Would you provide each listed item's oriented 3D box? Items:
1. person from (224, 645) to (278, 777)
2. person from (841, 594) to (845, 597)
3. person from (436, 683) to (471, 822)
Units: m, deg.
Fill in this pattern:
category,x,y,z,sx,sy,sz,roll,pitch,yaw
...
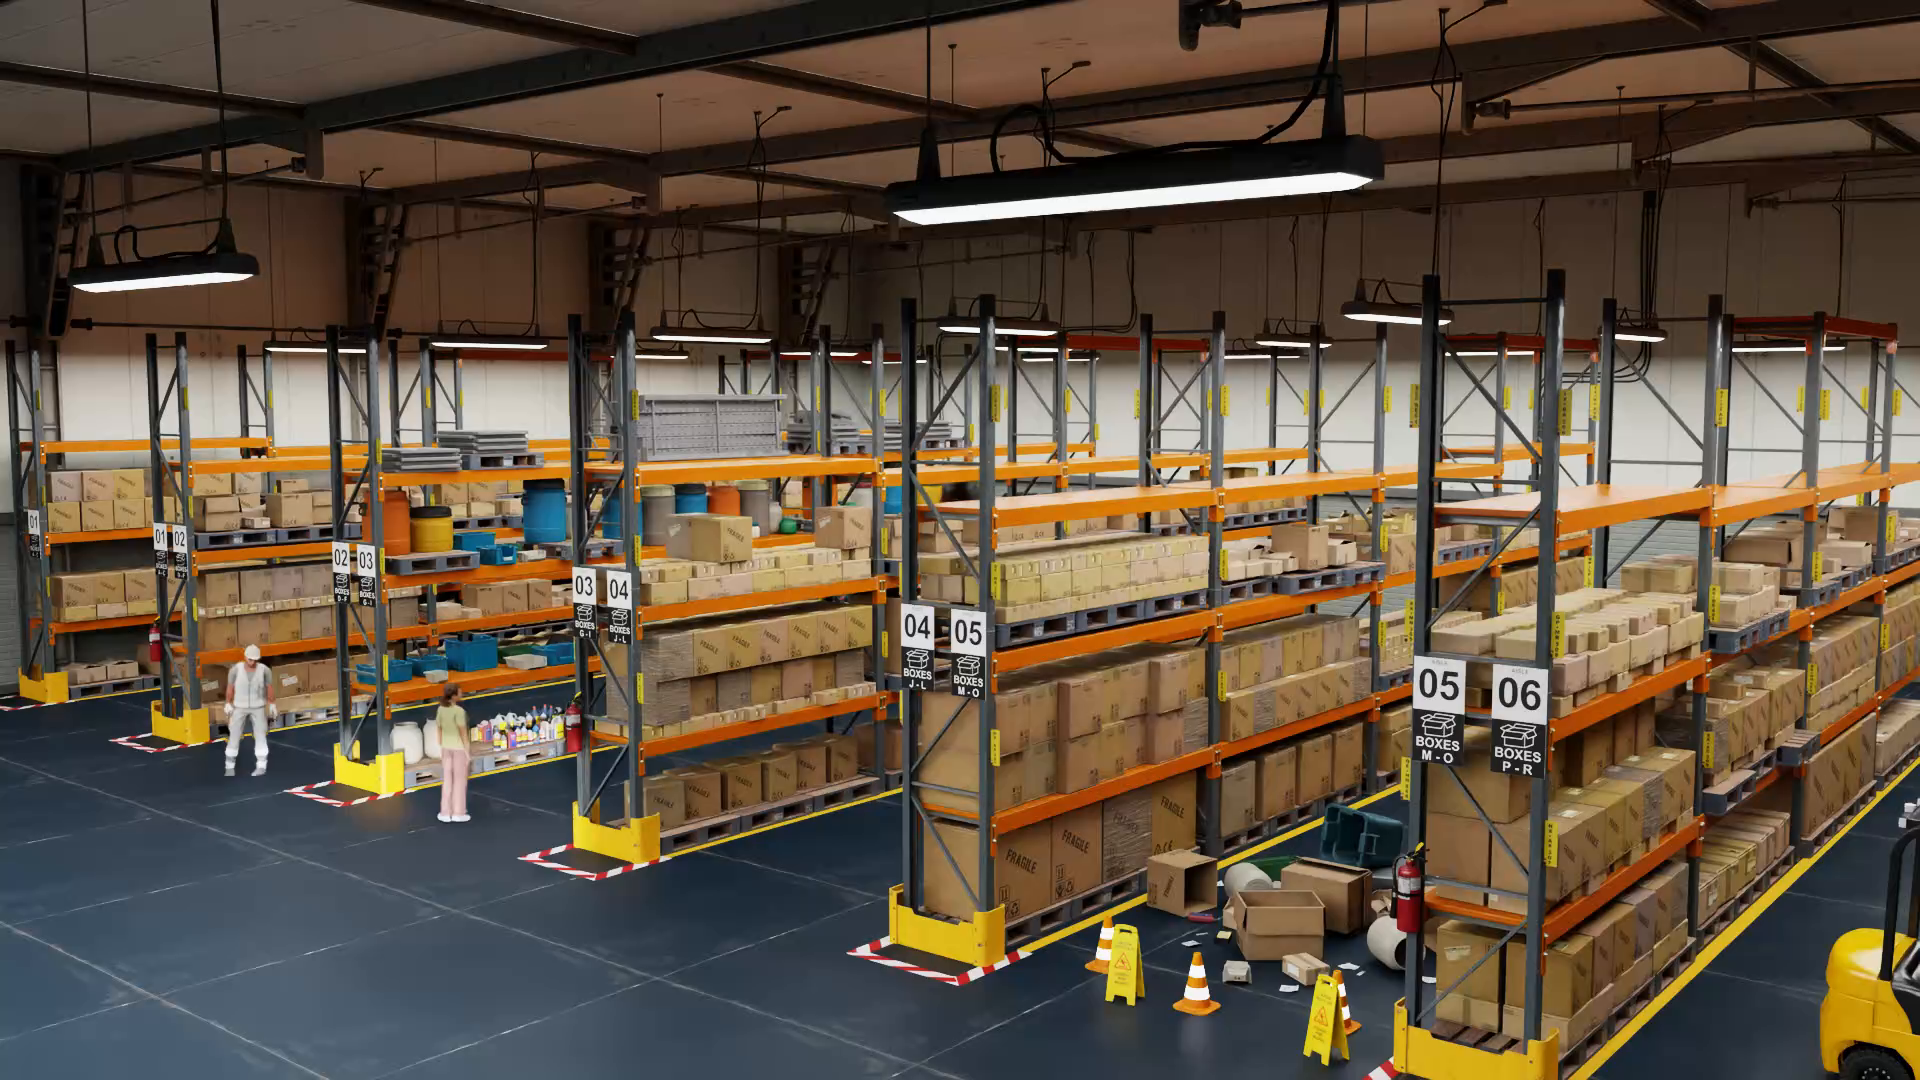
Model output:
category,x,y,z,sx,sy,sz,roll,pitch,yaw
person,-9.532,2.281,22.314,0.690,1.777,0.464,-2,6,-24
person,-2.094,1.288,33.318,0.597,1.819,0.417,-4,7,-38
person,-6.070,2.547,19.928,0.499,1.695,0.376,2,6,23
